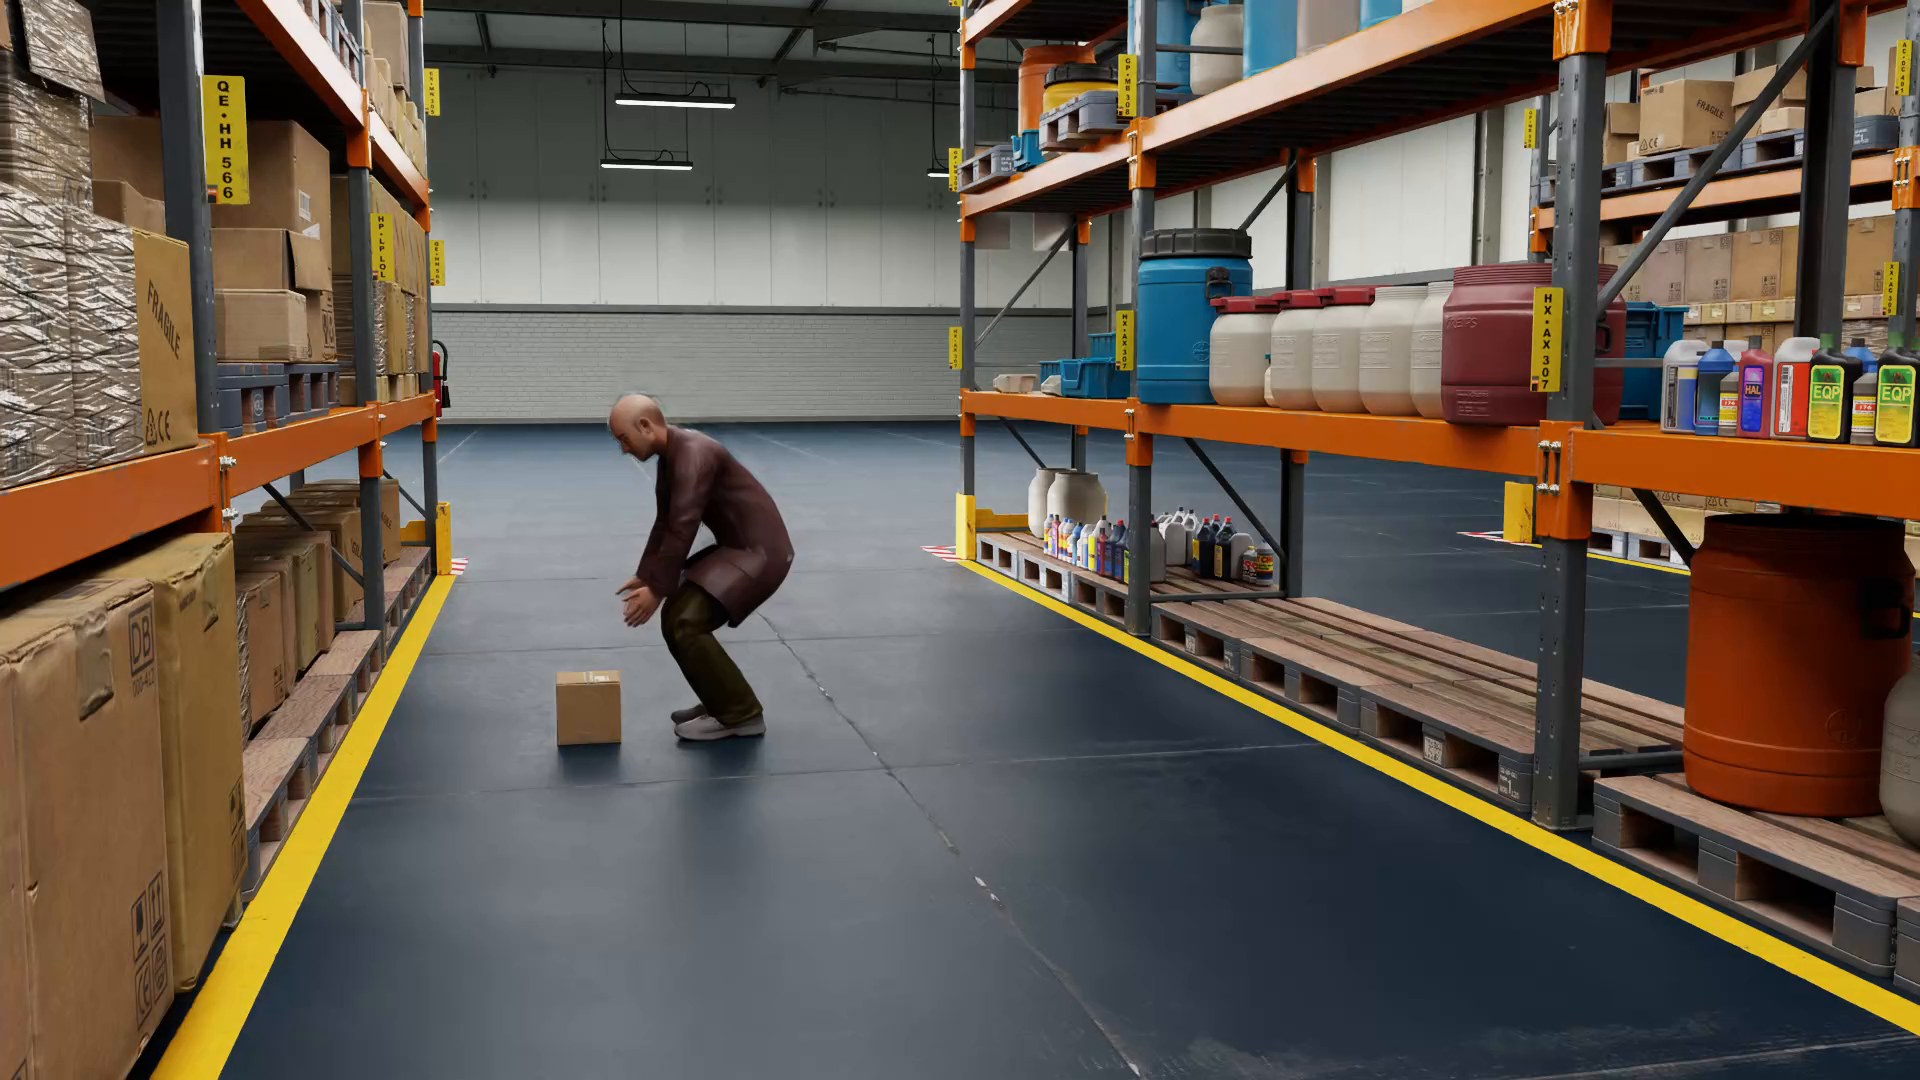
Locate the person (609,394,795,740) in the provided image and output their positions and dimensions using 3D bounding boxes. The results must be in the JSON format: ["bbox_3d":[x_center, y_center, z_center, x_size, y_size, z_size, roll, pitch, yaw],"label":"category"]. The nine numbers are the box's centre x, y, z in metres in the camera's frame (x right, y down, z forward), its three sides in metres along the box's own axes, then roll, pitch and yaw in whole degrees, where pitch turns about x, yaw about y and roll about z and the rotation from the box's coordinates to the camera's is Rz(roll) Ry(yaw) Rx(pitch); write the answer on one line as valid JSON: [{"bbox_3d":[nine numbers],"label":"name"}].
[{"bbox_3d":[-1.038,0.103,6.761,0.737,1.393,0.633,-1,6,-14],"label":"person"}]
